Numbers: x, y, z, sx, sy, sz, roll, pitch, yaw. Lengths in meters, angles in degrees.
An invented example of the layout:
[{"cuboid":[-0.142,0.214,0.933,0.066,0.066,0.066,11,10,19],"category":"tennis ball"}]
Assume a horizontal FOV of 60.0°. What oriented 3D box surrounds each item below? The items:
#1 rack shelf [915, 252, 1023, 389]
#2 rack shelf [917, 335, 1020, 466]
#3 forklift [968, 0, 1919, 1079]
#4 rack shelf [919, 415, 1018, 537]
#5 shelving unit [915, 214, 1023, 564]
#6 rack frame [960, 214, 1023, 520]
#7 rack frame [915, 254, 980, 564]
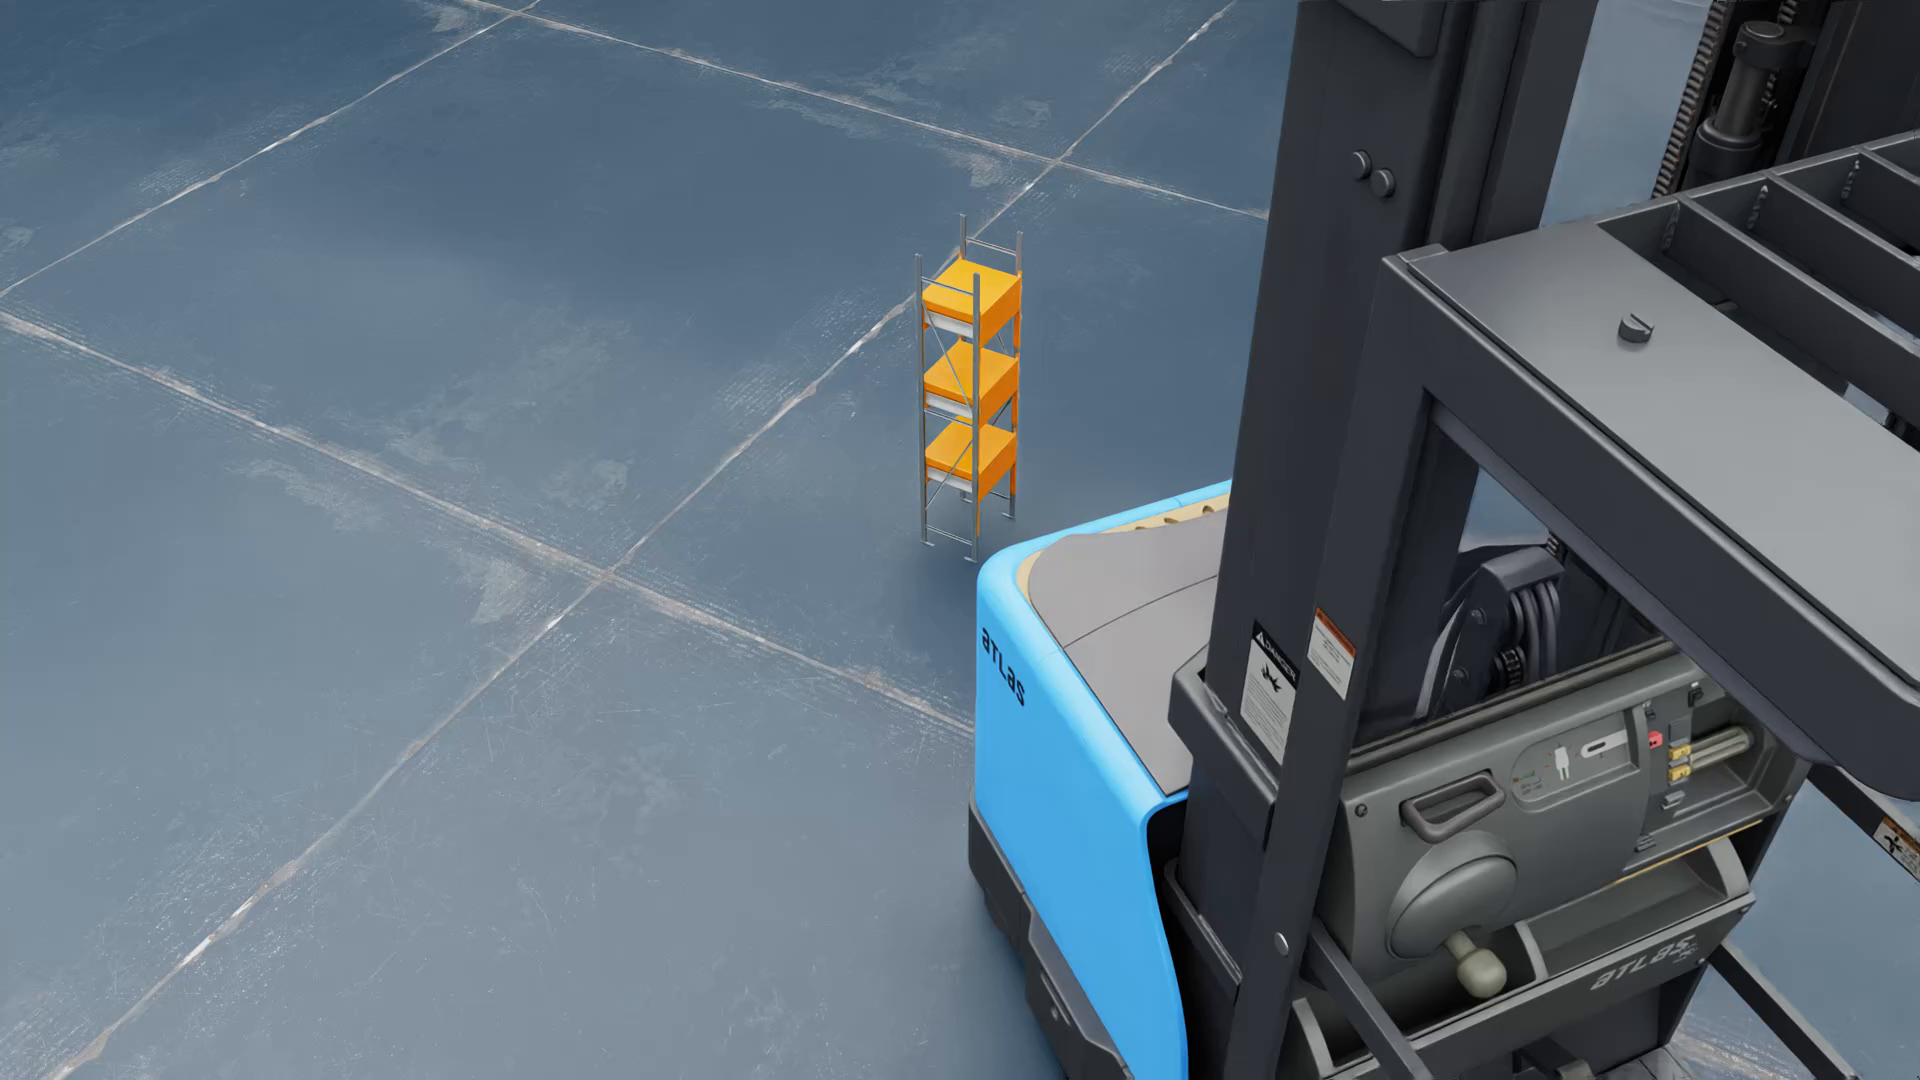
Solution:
[{"cuboid":[0.027,-0.630,4.757,0.215,0.259,0.240,21,45,22],"category":"rack shelf"},{"cuboid":[0.027,-0.417,4.945,0.215,0.259,0.240,21,45,22],"category":"rack shelf"},{"cuboid":[1.085,0.496,2.469,1.130,2.935,3.031,-17,44,-18],"category":"forklift"},{"cuboid":[0.027,-0.208,5.128,0.215,0.259,0.240,21,45,22],"category":"rack shelf"},{"cuboid":[0.027,-0.425,4.938,0.215,1.050,0.252,21,45,22],"category":"shelving unit"},{"cuboid":[0.088,-0.494,5.017,0.200,1.050,0.008,21,45,22],"category":"rack frame"},{"cuboid":[-0.034,-0.355,4.859,0.200,1.050,0.008,21,45,22],"category":"rack frame"}]
